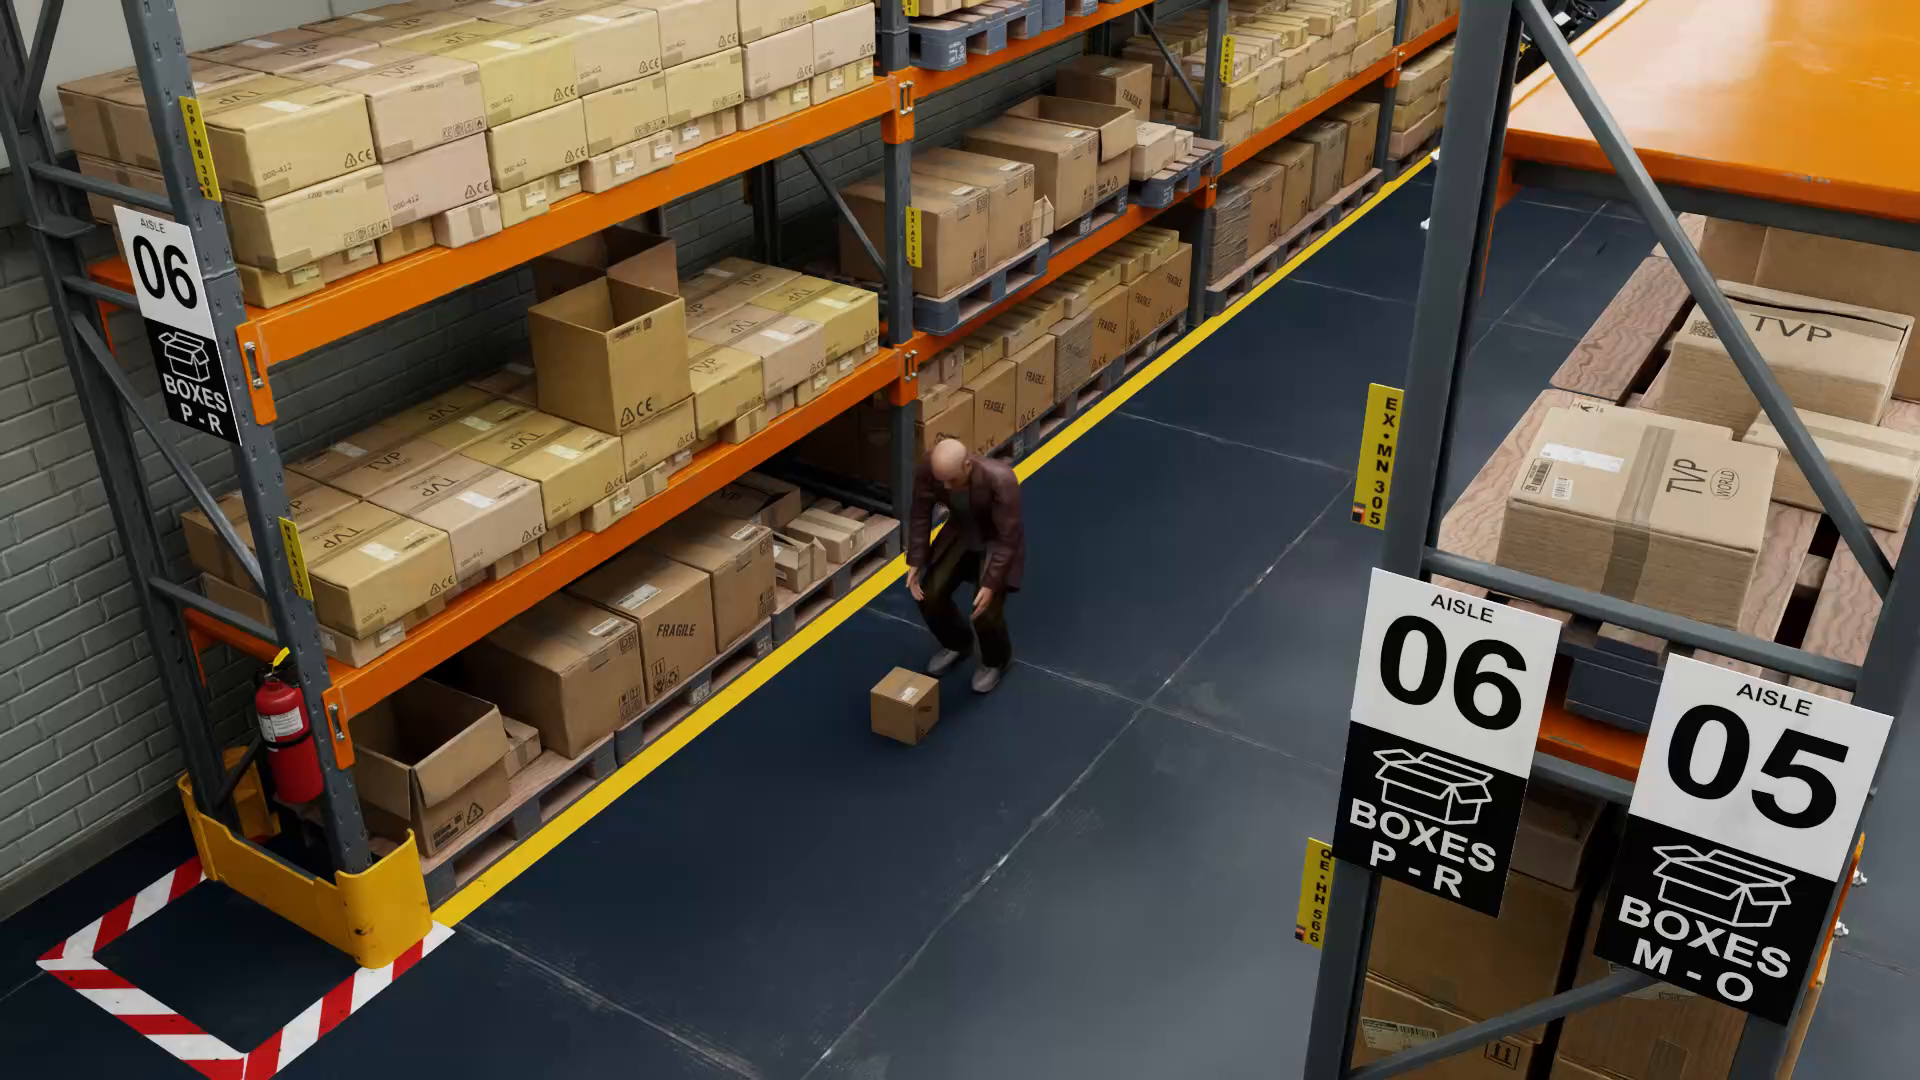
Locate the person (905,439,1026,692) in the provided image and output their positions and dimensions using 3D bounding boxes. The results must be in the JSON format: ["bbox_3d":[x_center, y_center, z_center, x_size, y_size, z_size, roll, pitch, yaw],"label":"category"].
[{"bbox_3d":[0.069,0.076,8.390,0.630,1.470,0.681,18,35,28],"label":"person"}]
